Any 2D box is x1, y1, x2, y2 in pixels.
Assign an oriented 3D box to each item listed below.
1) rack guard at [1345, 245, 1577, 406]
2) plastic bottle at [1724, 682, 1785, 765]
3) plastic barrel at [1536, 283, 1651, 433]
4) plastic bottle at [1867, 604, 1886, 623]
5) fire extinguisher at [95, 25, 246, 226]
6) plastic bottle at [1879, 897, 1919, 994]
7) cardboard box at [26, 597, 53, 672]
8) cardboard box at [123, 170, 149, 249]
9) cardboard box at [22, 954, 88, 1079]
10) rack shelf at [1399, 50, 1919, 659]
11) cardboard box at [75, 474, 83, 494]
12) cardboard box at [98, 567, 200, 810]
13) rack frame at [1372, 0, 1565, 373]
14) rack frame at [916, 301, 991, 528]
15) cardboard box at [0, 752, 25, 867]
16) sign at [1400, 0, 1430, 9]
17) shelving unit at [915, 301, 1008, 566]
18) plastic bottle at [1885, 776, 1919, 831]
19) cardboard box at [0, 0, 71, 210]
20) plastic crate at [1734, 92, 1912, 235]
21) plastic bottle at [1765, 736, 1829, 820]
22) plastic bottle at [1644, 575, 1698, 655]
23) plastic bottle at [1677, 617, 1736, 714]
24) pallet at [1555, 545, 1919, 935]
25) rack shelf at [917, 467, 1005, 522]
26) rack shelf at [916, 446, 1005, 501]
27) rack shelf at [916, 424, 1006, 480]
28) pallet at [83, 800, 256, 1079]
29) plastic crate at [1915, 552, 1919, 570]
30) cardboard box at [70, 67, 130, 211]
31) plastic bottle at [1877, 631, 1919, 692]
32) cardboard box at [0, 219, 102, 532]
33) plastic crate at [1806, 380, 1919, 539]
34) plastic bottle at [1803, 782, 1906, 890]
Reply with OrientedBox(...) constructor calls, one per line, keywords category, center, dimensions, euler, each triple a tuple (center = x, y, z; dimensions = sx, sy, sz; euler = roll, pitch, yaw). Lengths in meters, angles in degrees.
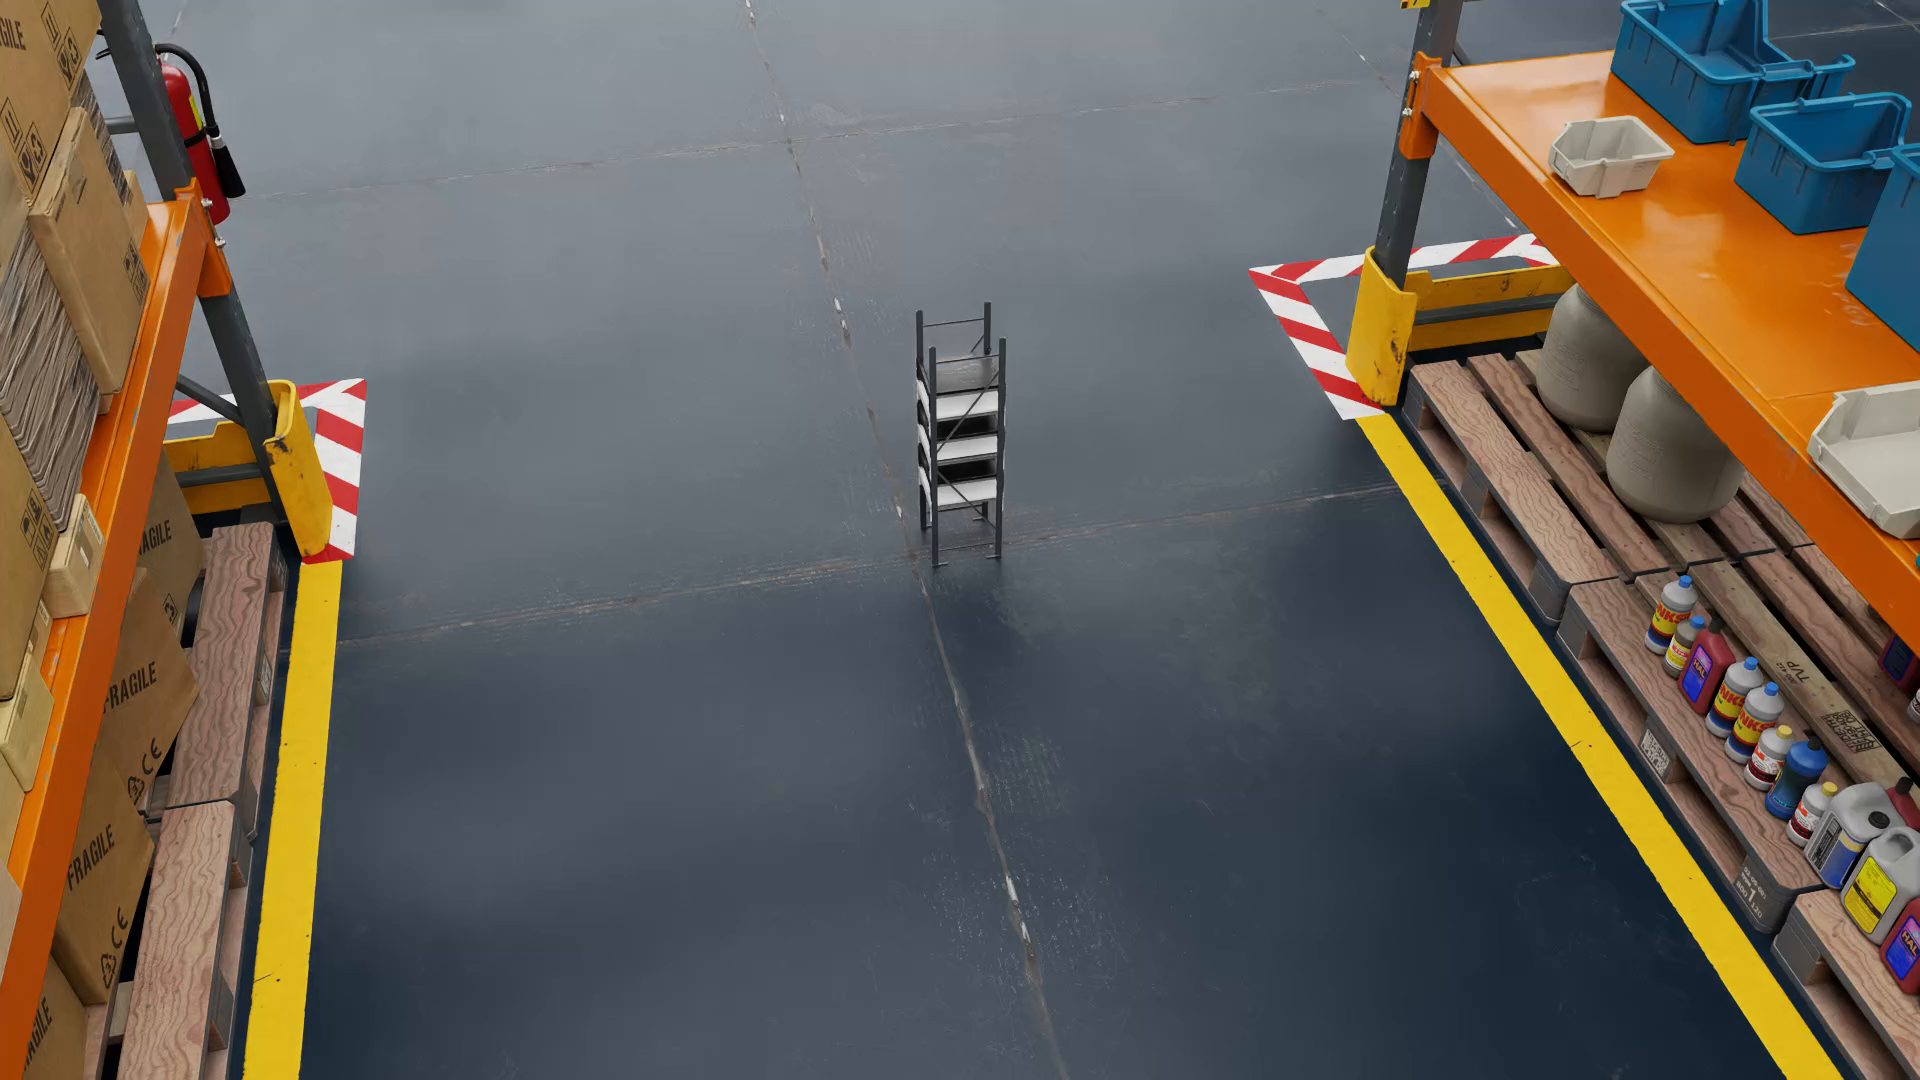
OrientedBox(category="rack guard", center=(2.108, -0.883, 6.368), dimensions=(1.175, 0.500, 0.348), euler=(-8, 42, -9))
OrientedBox(category="plastic bottle", center=(2.228, 0.502, 4.649), dimensions=(0.097, 0.271, 0.097), euler=(0, 42, 0))
OrientedBox(category="plastic barrel", center=(2.263, -0.672, 5.805), dimensions=(0.421, 0.512, 0.421), euler=(0, 42, 0))
OrientedBox(category="plastic bottle", center=(2.870, 0.149, 5.099), dimensions=(0.097, 0.201, 0.097), euler=(0, 42, 0))
OrientedBox(category="fire extinguisher", center=(-2.365, -1.262, 4.971), dimensions=(0.296, 0.674, 0.183), euler=(-8, 42, -9))
OrientedBox(category="plastic bottle", center=(2.372, 0.983, 4.097), dimensions=(0.061, 0.283, 0.133), euler=(-6, 42, -6))
OrientedBox(category="cardboard box", center=(-2.115, 0.228, 3.423), dimensions=(0.380, 0.149, 0.250), euler=(-8, 42, -9))
OrientedBox(category="cardboard box", center=(-2.527, -0.902, 4.696), dimensions=(0.380, 0.149, 0.250), euler=(-8, 42, -9))
OrientedBox(category="cardboard box", center=(-2.316, 1.193, 3.713), dimensions=(0.500, 0.500, 0.500), euler=(-12, 43, -13))
OrientedBox(category="rack shelf", center=(2.478, -0.295, 4.365), dimensions=(1.077, 0.370, 4.000), euler=(-8, 42, -9))
OrientedBox(category="cardboard box", center=(-2.241, -0.094, 3.785), dimensions=(0.380, 0.149, 0.250), euler=(-8, 42, -9))
OrientedBox(category="cardboard box", center=(-2.509, 0.417, 4.588), dimensions=(0.500, 0.500, 0.500), euler=(2, 42, 2))
OrientedBox(category="rack frame", center=(2.046, -1.861, 5.586), dimensions=(1.000, 3.000, 0.127), euler=(-8, 42, -9))
OrientedBox(category="rack frame", center=(-0.020, -0.397, 5.520), dimensions=(0.240, 0.900, 0.006), euler=(-8, 42, -9))
OrientedBox(category="cardboard box", center=(-1.974, 0.547, 3.064), dimensions=(0.380, 0.149, 0.250), euler=(-8, 42, -9))
OrientedBox(category="sign", center=(1.508, -1.888, 5.409), dimensions=(0.100, 0.325, 0.005), euler=(-8, 42, -9))
OrientedBox(category="shelving unit", center=(0.002, -0.331, 5.445), dimensions=(0.258, 0.900, 0.210), euler=(-8, 42, -9))
OrientedBox(category="plastic bottle", center=(2.450, 0.752, 4.358), dimensions=(0.061, 0.283, 0.133), euler=(-8, 42, -9))
OrientedBox(category="cardboard box", center=(-2.317, -1.029, 3.597), dimensions=(0.500, 0.500, 0.500), euler=(-8, 42, -9))
OrientedBox(category="plastic crate", center=(2.581, -1.102, 4.843), dimensions=(0.499, 0.251, 0.408), euler=(-8, 42, -9))
OrientedBox(category="plastic bottle", center=(2.272, 0.634, 4.501), dimensions=(0.097, 0.271, 0.097), euler=(0, 42, 0))
OrientedBox(category="plastic bottle", center=(2.133, 0.215, 4.972), dimensions=(0.097, 0.271, 0.097), euler=(0, 42, 0))
OrientedBox(category="plastic bottle", center=(2.164, 0.360, 4.800), dimensions=(0.061, 0.283, 0.133), euler=(-8, 42, -9))
OrientedBox(category="pallet", center=(2.538, 0.541, 4.981), dimensions=(1.003, 0.211, 1.213), euler=(-8, 42, -9))
OrientedBox(category="rack shelf", center=(0.002, -0.172, 5.587), dimensions=(0.258, 0.077, 0.200), euler=(-8, 42, -9))
OrientedBox(category="rack shelf", center=(0.002, -0.239, 5.527), dimensions=(0.258, 0.077, 0.200), euler=(-8, 42, -9))
OrientedBox(category="rack shelf", center=(0.002, -0.306, 5.467), dimensions=(0.258, 0.077, 0.200), euler=(-8, 42, -9))
OrientedBox(category="pallet", center=(-2.373, 1.262, 4.169), dimensions=(1.003, 0.211, 1.213), euler=(-8, 42, -9))
OrientedBox(category="plastic crate", center=(2.405, 0.109, 3.479), dimensions=(0.499, 0.251, 0.616), euler=(-8, 42, -9))
OrientedBox(category="cardboard box", center=(-2.698, -0.939, 4.249), dimensions=(0.875, 0.500, 0.500), euler=(-8, 42, -9))
OrientedBox(category="plastic bottle", center=(2.794, 0.301, 4.866), dimensions=(0.061, 0.283, 0.133), euler=(-8, 42, -9))
OrientedBox(category="cardboard box", center=(-2.408, -0.302, 3.531), dimensions=(0.875, 0.500, 0.500), euler=(-8, 42, -9))
OrientedBox(category="plastic crate", center=(2.311, -0.185, 3.898), dimensions=(0.530, 0.136, 0.437), euler=(-8, 42, -9))
OrientedBox(category="plastic bottle", center=(2.346, 0.771, 4.343), dimensions=(0.152, 0.276, 0.135), euler=(-8, 42, -8))
